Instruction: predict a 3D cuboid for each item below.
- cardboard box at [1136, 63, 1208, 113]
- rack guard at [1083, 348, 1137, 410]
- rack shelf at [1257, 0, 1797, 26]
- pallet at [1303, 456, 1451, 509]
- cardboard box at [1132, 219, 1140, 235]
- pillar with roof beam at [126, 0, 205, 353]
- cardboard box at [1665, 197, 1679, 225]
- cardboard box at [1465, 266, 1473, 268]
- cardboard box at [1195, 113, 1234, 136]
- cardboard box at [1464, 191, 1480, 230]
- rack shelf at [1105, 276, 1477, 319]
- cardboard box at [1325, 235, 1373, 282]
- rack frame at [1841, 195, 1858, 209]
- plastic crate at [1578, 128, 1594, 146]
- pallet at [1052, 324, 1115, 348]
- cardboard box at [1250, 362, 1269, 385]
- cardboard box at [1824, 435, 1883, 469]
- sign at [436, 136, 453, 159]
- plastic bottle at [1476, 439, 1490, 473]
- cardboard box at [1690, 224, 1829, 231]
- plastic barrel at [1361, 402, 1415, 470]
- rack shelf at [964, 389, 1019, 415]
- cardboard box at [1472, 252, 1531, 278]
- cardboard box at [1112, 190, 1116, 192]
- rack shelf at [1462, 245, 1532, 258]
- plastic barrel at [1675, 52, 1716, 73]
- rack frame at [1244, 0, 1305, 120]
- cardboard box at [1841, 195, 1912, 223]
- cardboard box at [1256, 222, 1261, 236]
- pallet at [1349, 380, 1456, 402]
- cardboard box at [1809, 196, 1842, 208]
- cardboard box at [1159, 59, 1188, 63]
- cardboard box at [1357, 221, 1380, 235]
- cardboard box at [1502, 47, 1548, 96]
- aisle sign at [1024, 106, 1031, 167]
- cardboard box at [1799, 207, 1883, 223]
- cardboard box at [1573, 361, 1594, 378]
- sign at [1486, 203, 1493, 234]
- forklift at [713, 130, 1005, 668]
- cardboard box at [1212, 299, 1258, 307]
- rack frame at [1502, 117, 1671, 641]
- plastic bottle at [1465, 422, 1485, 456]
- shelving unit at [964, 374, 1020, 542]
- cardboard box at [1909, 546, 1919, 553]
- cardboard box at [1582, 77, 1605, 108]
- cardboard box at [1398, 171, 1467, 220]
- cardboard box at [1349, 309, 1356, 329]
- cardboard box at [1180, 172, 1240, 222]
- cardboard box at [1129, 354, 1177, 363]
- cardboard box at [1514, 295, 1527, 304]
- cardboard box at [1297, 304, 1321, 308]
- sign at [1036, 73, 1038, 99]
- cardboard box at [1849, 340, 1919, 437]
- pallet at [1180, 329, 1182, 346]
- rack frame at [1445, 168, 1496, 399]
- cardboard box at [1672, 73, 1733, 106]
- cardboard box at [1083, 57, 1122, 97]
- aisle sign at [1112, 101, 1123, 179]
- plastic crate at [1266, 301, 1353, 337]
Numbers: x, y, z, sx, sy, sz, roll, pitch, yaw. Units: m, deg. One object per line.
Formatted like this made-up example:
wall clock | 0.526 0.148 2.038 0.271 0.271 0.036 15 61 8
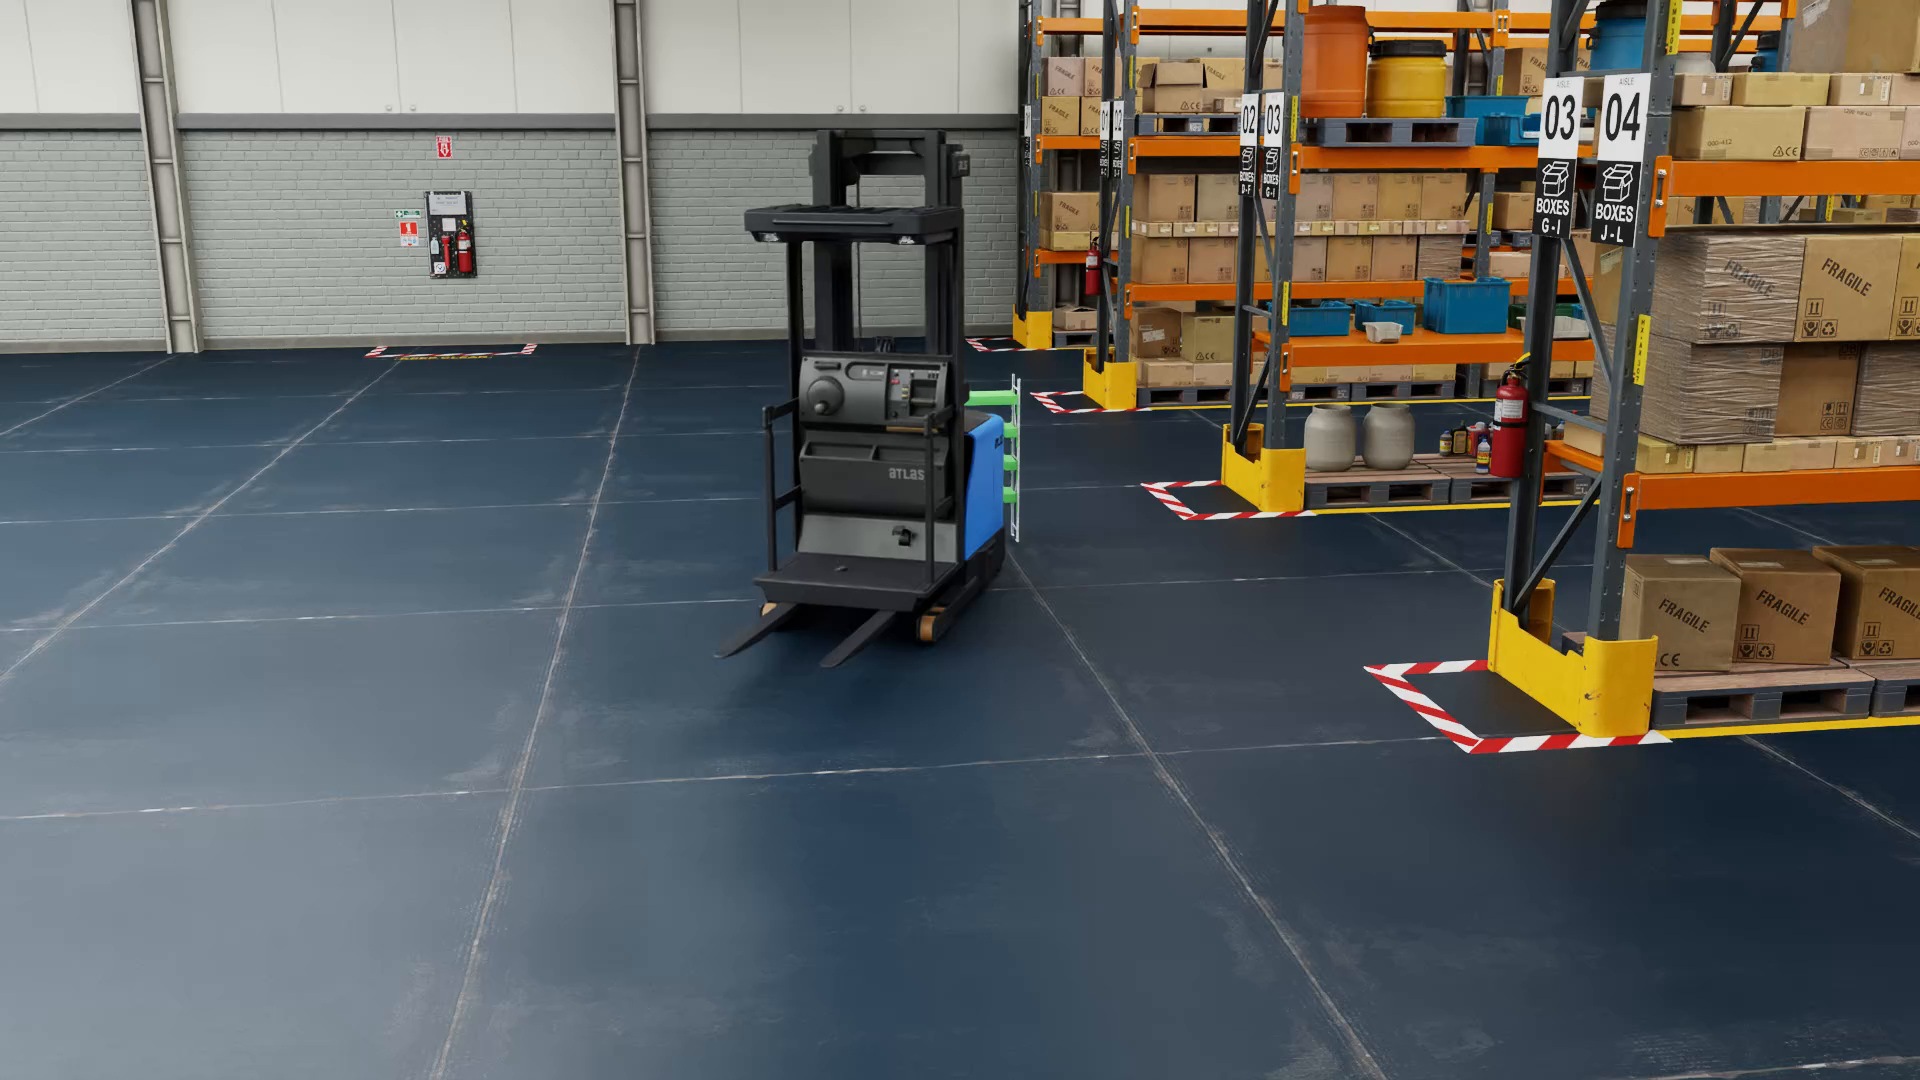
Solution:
cardboard box | 2.237 -4.790 17.625 0.637 0.503 0.797 -1 14 -4
rack guard | 1.645 -1.780 18.292 0.348 0.500 1.175 -2 14 -8
rack shelf | 4.380 -4.241 12.935 4.000 0.370 1.077 -2 14 -8
pallet | 3.275 -0.491 13.748 1.213 0.211 1.003 -2 14 -8
cardboard box | 2.018 -3.416 18.138 0.250 0.149 0.380 -2 14 -9
pillar with roof beam | -9.735 -5.858 17.080 0.400 9.000 9.100 -2 14 -8
cardboard box | 9.875 -4.650 23.739 0.500 0.500 0.500 -2 14 -6
cardboard box | 7.560 -3.795 23.881 0.500 0.250 0.500 -2 14 -7
cardboard box | 3.375 -5.721 22.453 0.500 0.500 0.500 -3 14 -11
cardboard box | 7.145 -4.667 23.554 0.500 0.500 0.700 -2 14 -8
rack shelf | 3.646 -2.717 18.368 4.000 0.370 1.077 -2 14 -8
cardboard box | 4.169 -3.131 18.336 0.500 0.500 0.700 -2 14 -7
rack frame | 12.793 -4.620 24.476 0.127 3.000 1.000 -2 14 -8
plastic crate | 4.831 -3.118 12.866 0.396 0.136 0.243 -2 14 -8
pallet | 1.810 -2.856 23.176 1.213 0.211 1.003 -2 14 -8
cardboard box | 3.220 -1.866 18.287 0.500 0.250 0.500 -2 14 -8
cardboard box | 4.450 -0.473 8.457 0.250 0.149 0.380 -2 14 -8
sign | -6.915 -5.269 22.298 0.199 0.298 0.001 -2 14 -8
plastic bottle | 4.242 -0.683 13.482 0.097 0.271 0.097 0 14 0
cardboard box | 4.141 -1.387 8.714 0.500 0.500 0.500 -2 14 -8
plastic barrel | 3.538 -0.859 13.732 0.421 0.512 0.421 0 14 0
rack shelf | 0.164 -0.992 11.999 0.480 0.148 0.258 -2 14 -8
cardboard box | 6.104 -3.094 18.701 0.500 0.250 0.500 -1 14 -5
cardboard box | 2.371 -4.589 23.081 0.500 0.500 0.500 -2 14 -10
rack shelf | 6.860 -4.053 23.697 4.000 0.370 1.077 -2 14 -8
plastic barrel | 5.903 -3.691 13.515 0.421 0.512 0.421 0 14 0
rack frame | 2.403 -4.712 12.510 0.127 3.000 1.000 -2 14 -8
cardboard box | 13.332 -4.781 24.503 0.700 0.700 0.980 -2 14 -7
cardboard box | 3.109 -3.357 17.901 0.250 0.149 0.380 -3 14 -10
pallet | 4.831 -1.767 18.834 1.213 0.211 1.003 -2 14 -8
cardboard box | 12.374 -4.745 24.117 0.500 0.500 0.500 -2 14 -9
cardboard box | 2.841 -6.313 22.759 0.500 0.500 0.500 -2 14 -8
cardboard box | 4.380 -3.404 18.088 0.250 0.149 0.380 -2 14 -9
cardboard box | 6.239 -5.101 18.132 0.500 0.500 0.500 -2 14 -8
aisle sign | 0.900 -5.371 22.128 0.004 0.787 0.394 -2 14 -8
cardboard box | 10.185 -3.585 19.283 0.500 0.500 0.700 -7 16 -27
cardboard box | 7.077 -2.001 18.824 0.500 0.250 0.500 -3 14 -10
sign | 5.708 -3.463 17.923 0.005 0.325 0.100 -2 14 -8
forklift | -0.581 -0.919 9.860 1.130 2.935 3.031 4 15 15
cardboard box | 3.862 -3.284 23.383 0.500 0.500 0.500 -3 14 -13
rack frame | 3.140 -0.610 8.489 0.127 3.000 1.000 -2 14 -8
plastic bottle | 4.407 -0.869 14.214 0.135 0.276 0.152 -2 14 -8
shelving unit | 0.164 -0.588 12.100 0.503 1.200 0.258 -2 14 -8
cardboard box | 5.527 0.322 9.046 0.500 0.500 0.500 -3 14 -13
cardboard box | 3.368 -2.271 8.434 0.250 0.149 0.380 -2 14 -8
cardboard box | 5.186 -3.799 18.329 0.500 0.500 0.700 -2 14 -8
cardboard box | 4.208 -2.268 18.348 0.500 0.500 0.500 -2 14 -8
cardboard box | 2.703 -3.707 17.966 0.500 0.500 0.700 -2 14 -10
cardboard box | 2.155 -1.954 18.636 0.500 0.250 0.500 -2 14 -8
cardboard box | 8.133 -3.437 23.995 0.500 0.500 0.700 -2 14 -8
cardboard box | 4.130 -2.394 18.850 0.500 0.500 0.500 -2 14 -8
sign | 1.008 -5.933 21.751 0.005 0.325 0.100 -2 14 -8
cardboard box | 4.666 -0.871 8.712 0.500 0.500 0.875 -2 14 -8
pallet | 3.014 -2.899 23.349 1.213 0.211 1.003 -2 14 -8
rack frame | 5.624 -3.138 18.570 0.127 3.000 1.000 -2 14 -8
cardboard box | 3.447 -2.140 7.912 0.250 0.149 0.380 -2 14 -9
cardboard box | 1.847 -6.145 22.088 0.500 0.500 0.500 -2 14 -9
aisle sign | 1.649 -4.178 17.372 0.004 0.787 0.394 -2 14 -8
plastic crate | 2.853 -1.820 13.617 0.616 0.251 0.499 -2 14 -8
